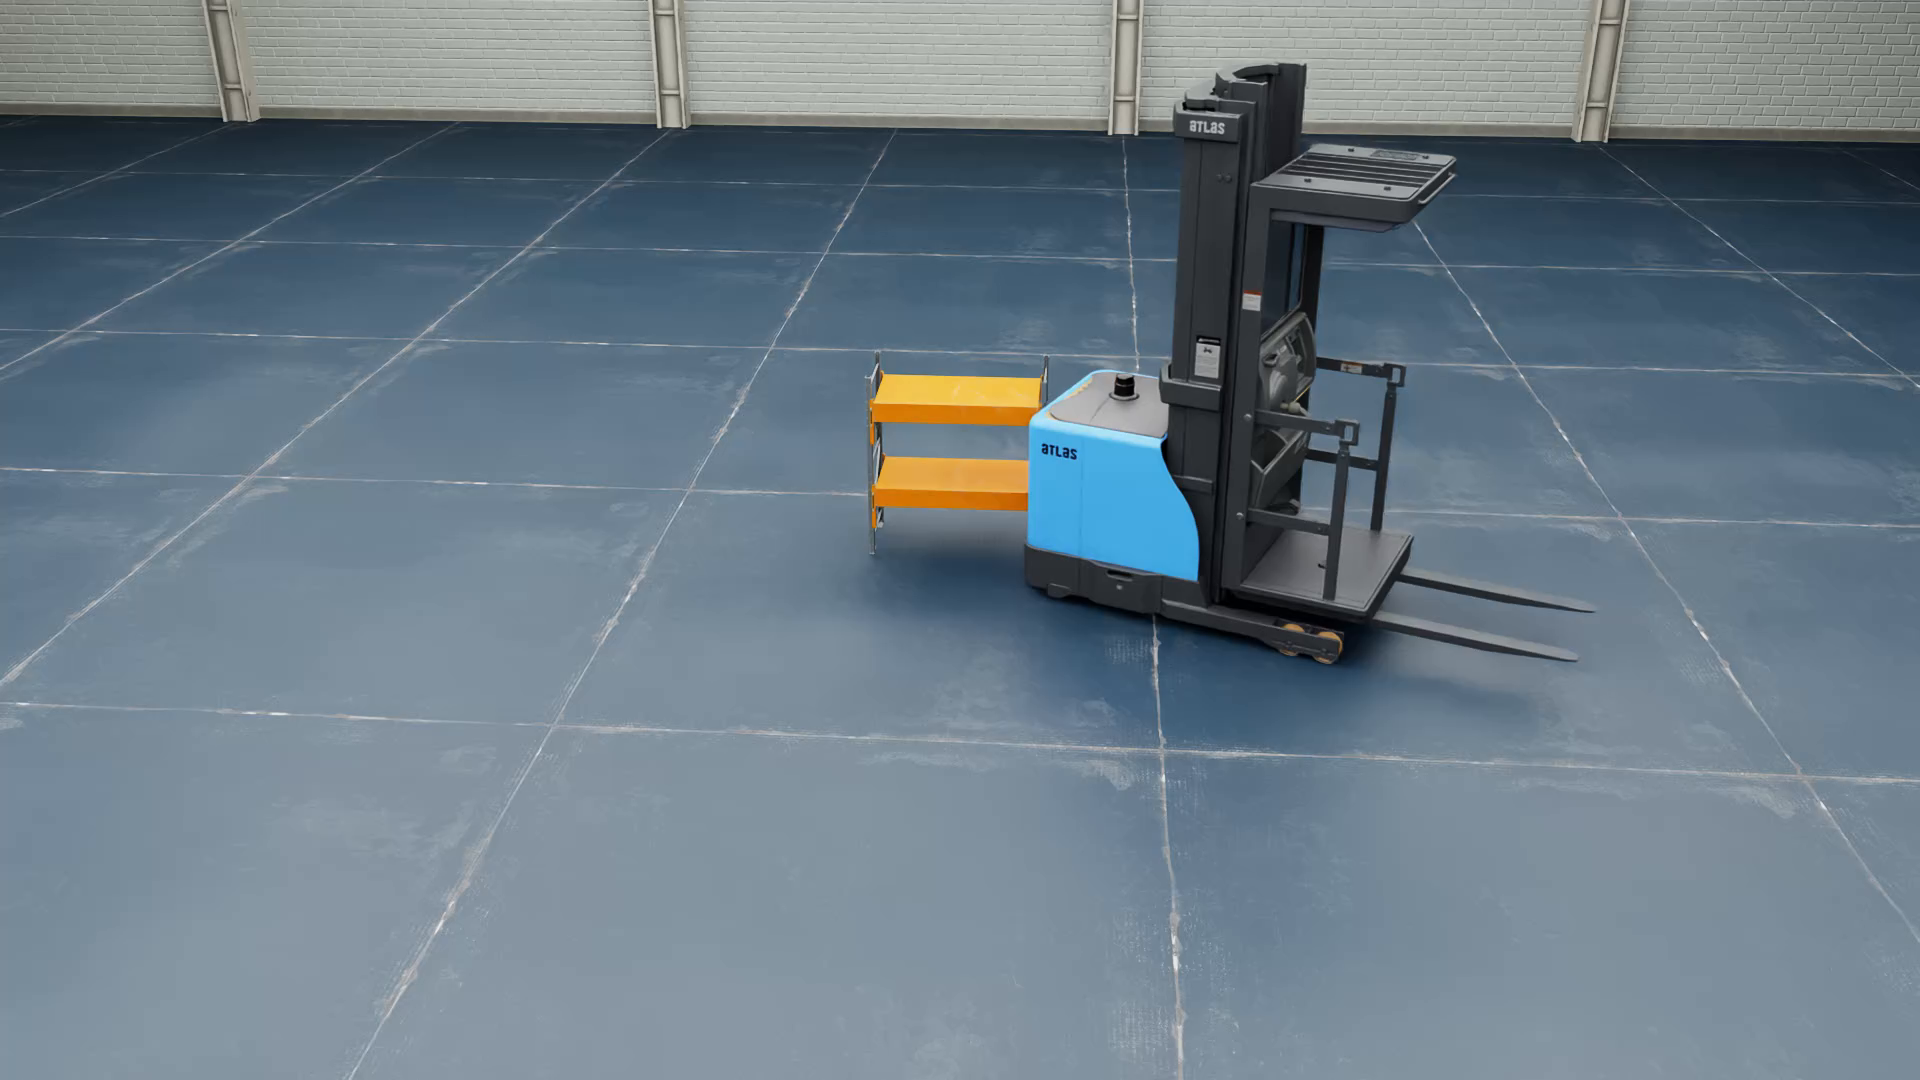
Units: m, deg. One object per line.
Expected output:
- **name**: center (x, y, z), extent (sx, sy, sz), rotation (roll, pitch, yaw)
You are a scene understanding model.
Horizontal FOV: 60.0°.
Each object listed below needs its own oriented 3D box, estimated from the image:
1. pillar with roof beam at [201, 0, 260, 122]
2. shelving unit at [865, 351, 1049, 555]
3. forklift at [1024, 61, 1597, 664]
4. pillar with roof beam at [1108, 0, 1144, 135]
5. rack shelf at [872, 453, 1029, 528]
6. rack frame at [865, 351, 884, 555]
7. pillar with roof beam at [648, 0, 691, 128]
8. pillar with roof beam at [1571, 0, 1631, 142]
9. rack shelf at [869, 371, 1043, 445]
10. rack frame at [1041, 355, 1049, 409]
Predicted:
- **pillar with roof beam**: center (-10.146, -8.045, 16.969), extent (0.400, 9.000, 9.100), rotation (2, 25, 4)
- **shelving unit**: center (-0.007, -0.511, 10.015), extent (1.048, 1.125, 0.538), rotation (2, 25, 4)
- **forklift**: center (1.920, -0.930, 8.764), extent (3.031, 2.935, 1.130), rotation (12, 27, 24)
- **pillar with roof beam**: center (1.819, -7.661, 16.134), extent (0.400, 9.000, 9.100), rotation (2, 25, 4)
- **rack shelf**: center (-0.007, -0.289, 10.118), extent (1.000, 0.278, 0.538), rotation (2, 25, 4)
- **rack frame**: center (-0.514, -0.527, 10.051), extent (0.032, 1.125, 0.500), rotation (2, 25, 4)
- **pillar with roof beam**: center (-4.164, -7.853, 16.551), extent (0.400, 9.000, 9.100), rotation (2, 25, 4)
- **pillar with roof beam**: center (7.801, -7.469, 15.717), extent (0.400, 9.000, 9.100), rotation (2, 25, 4)
- **rack shelf**: center (-0.007, -0.777, 9.893), extent (1.000, 0.278, 0.538), rotation (2, 25, 4)
- **rack frame**: center (0.500, -0.495, 9.980), extent (0.032, 1.125, 0.500), rotation (2, 25, 4)
